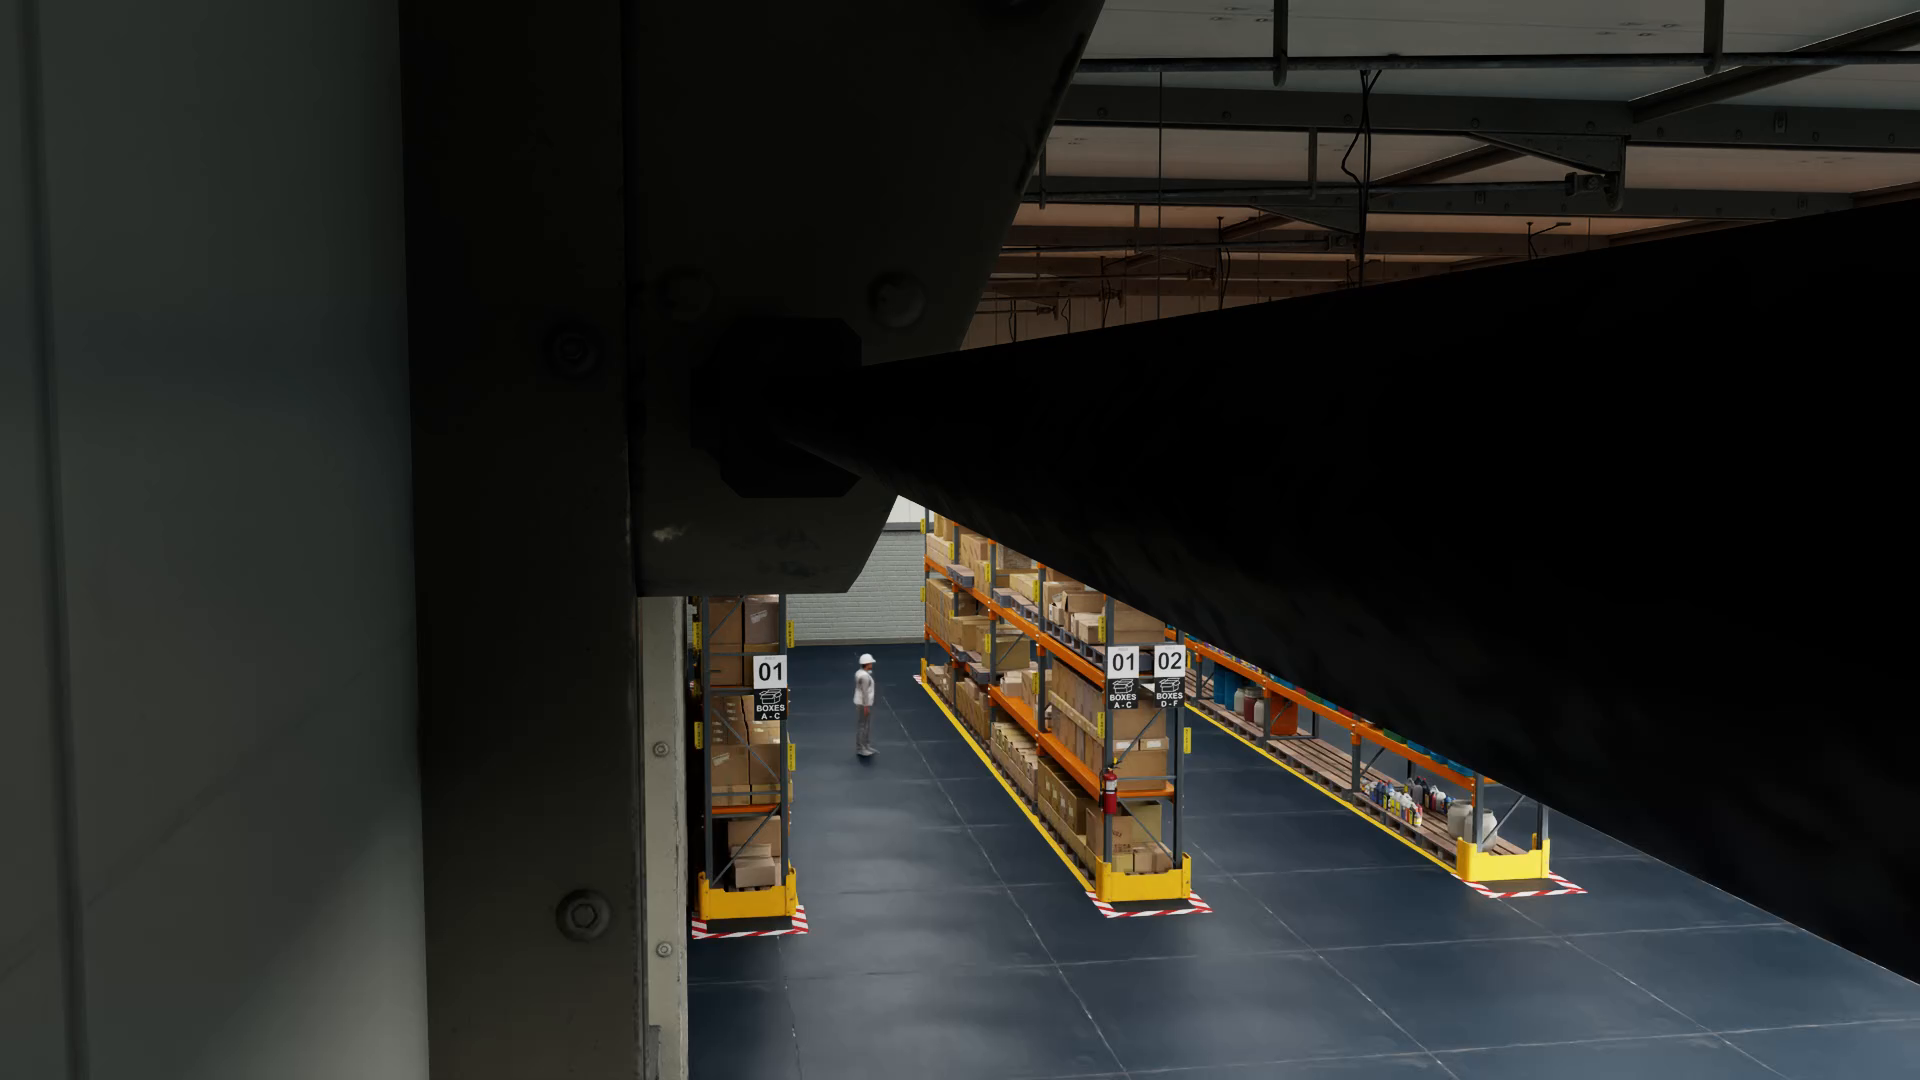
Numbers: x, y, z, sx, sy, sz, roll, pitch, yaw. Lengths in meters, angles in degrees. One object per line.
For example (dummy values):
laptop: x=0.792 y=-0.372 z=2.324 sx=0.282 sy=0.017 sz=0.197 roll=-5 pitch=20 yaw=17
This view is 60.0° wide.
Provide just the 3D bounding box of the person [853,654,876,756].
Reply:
person: x=-1.660 y=2.880 z=29.132 sx=0.416 sy=1.784 sz=0.557 roll=-1 pitch=5 yaw=-8

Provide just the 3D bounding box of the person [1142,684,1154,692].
person: x=3.158 y=2.900 z=28.702 sx=0.549 sy=1.779 sz=0.470 roll=3 pitch=6 yaw=30
